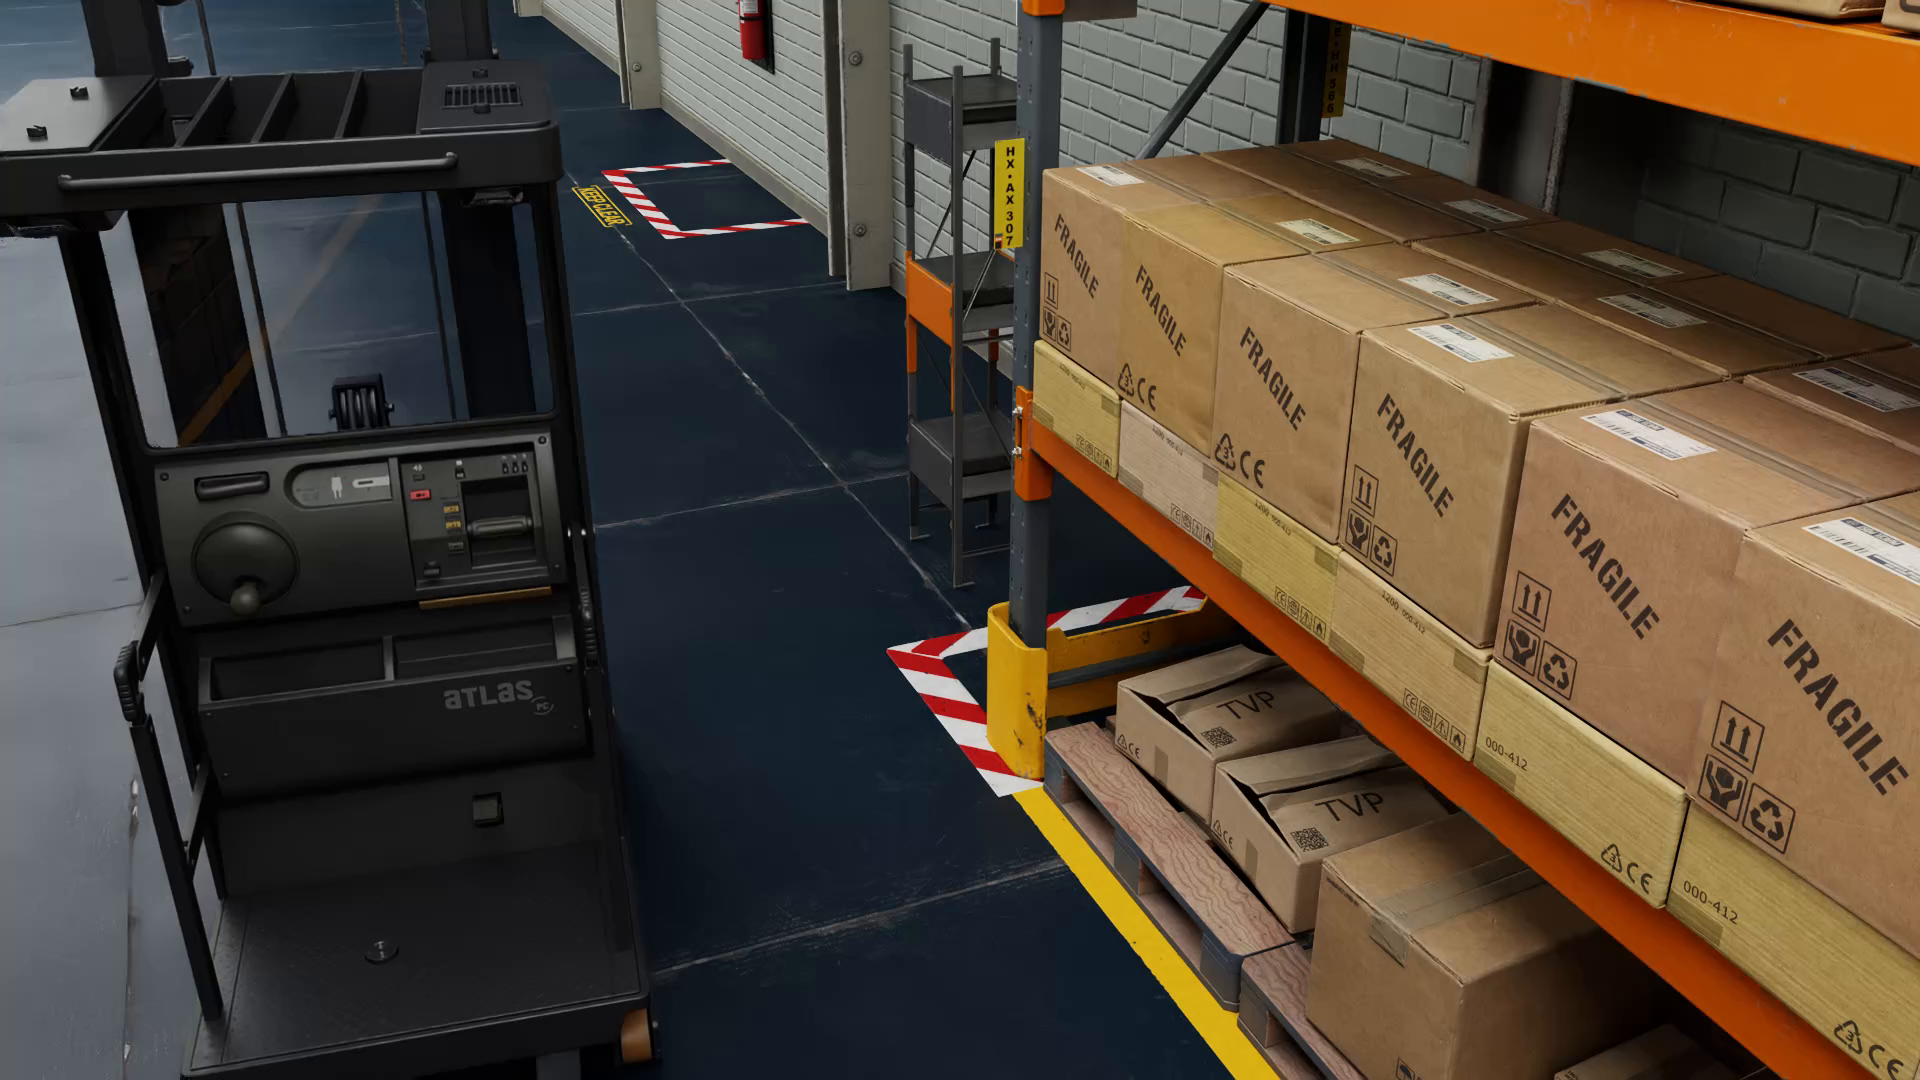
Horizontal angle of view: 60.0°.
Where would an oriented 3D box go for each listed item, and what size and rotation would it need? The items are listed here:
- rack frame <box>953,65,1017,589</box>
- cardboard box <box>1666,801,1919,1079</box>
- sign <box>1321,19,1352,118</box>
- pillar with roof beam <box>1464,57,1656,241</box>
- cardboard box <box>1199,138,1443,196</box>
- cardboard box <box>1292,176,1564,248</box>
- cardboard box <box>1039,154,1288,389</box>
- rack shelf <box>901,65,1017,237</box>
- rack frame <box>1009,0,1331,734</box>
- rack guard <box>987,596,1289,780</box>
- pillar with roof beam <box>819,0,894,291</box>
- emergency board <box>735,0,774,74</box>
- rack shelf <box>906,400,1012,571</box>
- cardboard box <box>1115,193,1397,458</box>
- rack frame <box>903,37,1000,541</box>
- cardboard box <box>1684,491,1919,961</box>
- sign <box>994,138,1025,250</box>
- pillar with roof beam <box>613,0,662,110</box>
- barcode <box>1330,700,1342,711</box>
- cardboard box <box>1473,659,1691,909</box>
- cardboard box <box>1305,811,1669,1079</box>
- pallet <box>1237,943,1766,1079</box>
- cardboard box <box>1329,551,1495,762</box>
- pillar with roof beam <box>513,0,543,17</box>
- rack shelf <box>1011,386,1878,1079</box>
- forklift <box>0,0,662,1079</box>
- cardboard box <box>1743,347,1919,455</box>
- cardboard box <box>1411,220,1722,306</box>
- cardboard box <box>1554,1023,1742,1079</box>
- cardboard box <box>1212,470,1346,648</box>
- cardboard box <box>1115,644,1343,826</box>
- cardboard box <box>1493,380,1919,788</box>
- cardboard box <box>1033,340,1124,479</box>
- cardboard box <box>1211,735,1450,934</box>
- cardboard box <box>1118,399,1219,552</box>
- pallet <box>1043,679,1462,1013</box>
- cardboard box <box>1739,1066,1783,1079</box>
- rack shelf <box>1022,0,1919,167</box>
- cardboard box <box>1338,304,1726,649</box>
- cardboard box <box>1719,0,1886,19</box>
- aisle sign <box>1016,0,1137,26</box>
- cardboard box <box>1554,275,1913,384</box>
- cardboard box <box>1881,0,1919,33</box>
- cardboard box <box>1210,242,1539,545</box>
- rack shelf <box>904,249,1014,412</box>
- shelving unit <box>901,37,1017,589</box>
[{"bbox_3d":[0.160,-0.778,6.451,0.400,2.100,0.015,-11,28,-21],"label":"rack frame"},{"bbox_3d":[1.563,0.599,2.753,0.500,0.250,0.500,-10,28,-20],"label":"cardboard box"},{"bbox_3d":[1.167,-1.482,5.187,0.100,0.325,0.005,-11,28,-21],"label":"sign"},{"bbox_3d":[-2.242,-2.555,2.226,9.100,9.000,0.400,-11,28,-21],"label":"pillar with roof beam"},{"bbox_3d":[1.029,-0.857,4.881,0.500,0.500,0.500,-11,28,-21],"label":"cardboard box"},{"bbox_3d":[1.217,-0.653,4.461,0.500,0.500,0.500,-10,28,-20],"label":"cardboard box"},{"bbox_3d":[0.559,-0.767,4.695,0.500,0.500,0.500,-11,28,-21],"label":"cardboard box"},{"bbox_3d":[0.065,-1.493,6.351,0.431,0.518,0.480,-11,28,-21],"label":"rack shelf"},{"bbox_3d":[0.649,-0.733,5.332,1.000,3.000,0.127,-11,28,-21],"label":"rack frame"},{"bbox_3d":[0.679,0.421,5.817,1.175,0.500,0.348,-11,28,-21],"label":"rack guard"},{"bbox_3d":[-4.592,-4.977,7.187,9.100,9.000,0.400,-11,28,-21],"label":"pillar with roof beam"},{"bbox_3d":[-1.563,-4.025,12.075,0.194,1.169,0.643,-11,28,-21],"label":"emergency board"},{"bbox_3d":[0.065,-0.235,6.966,0.431,0.518,0.480,-11,28,-21],"label":"rack shelf"},{"bbox_3d":[0.744,-0.566,4.283,0.500,0.500,0.500,-10,28,-20],"label":"cardboard box"},{"bbox_3d":[-0.031,-0.975,6.854,0.400,2.100,0.015,-11,28,-21],"label":"rack frame"},{"bbox_3d":[1.545,0.265,2.581,0.500,0.500,0.500,-11,28,-21],"label":"cardboard box"},{"bbox_3d":[0.150,-1.028,4.951,0.100,0.325,0.005,-11,28,-21],"label":"sign"},{"bbox_3d":[-6.942,-7.399,12.148,9.100,9.000,0.400,-11,28,-21],"label":"pillar with roof beam"},{"bbox_3d":[1.212,0.507,5.345,0.001,0.075,0.075,-11,28,-21],"label":"barcode"},{"bbox_3d":[1.352,0.399,3.163,0.500,0.250,0.500,-11,28,-21],"label":"cardboard box"},{"bbox_3d":[1.302,1.023,4.084,0.700,0.500,0.500,-12,29,-24],"label":"cardboard box"},{"bbox_3d":[1.438,1.377,4.189,1.003,0.211,1.213,-11,28,-21],"label":"pallet"},{"bbox_3d":[1.154,0.196,3.579,0.500,0.250,0.500,-10,28,-20],"label":"cardboard box"},{"bbox_3d":[-9.291,-9.821,17.109,9.100,9.000,0.400,-11,28,-21],"label":"pillar with roof beam"},{"bbox_3d":[1.432,0.398,3.836,1.077,0.370,4.000,-11,28,-21],"label":"rack shelf"},{"bbox_3d":[-1.414,-0.006,3.922,1.130,2.935,3.031,-7,27,-13],"label":"forklift"},{"bbox_3d":[1.834,-0.034,3.193,0.500,0.500,0.500,-10,28,-19],"label":"cardboard box"},{"bbox_3d":[1.424,-0.445,4.035,0.500,0.500,0.500,-11,28,-22],"label":"cardboard box"},{"bbox_3d":[1.607,1.316,3.883,0.380,0.149,0.250,-13,29,-25],"label":"cardboard box"},{"bbox_3d":[0.958,-0.009,3.997,0.500,0.250,0.500,-11,28,-21],"label":"cardboard box"},{"bbox_3d":[0.837,0.573,5.221,0.500,0.311,0.500,-14,29,-26],"label":"cardboard box"},{"bbox_3d":[1.358,0.060,3.001,0.500,0.500,0.500,-11,28,-22],"label":"cardboard box"},{"bbox_3d":[0.548,-0.423,4.845,0.500,0.250,0.500,-11,28,-22],"label":"cardboard box"},{"bbox_3d":[1.060,0.803,4.750,0.500,0.311,0.500,-8,27,-16],"label":"cardboard box"},{"bbox_3d":[0.764,-0.215,4.421,0.500,0.250,0.500,-11,28,-22],"label":"cardboard box"},{"bbox_3d":[0.964,0.885,5.196,1.003,0.211,1.213,-11,28,-21],"label":"pallet"},{"bbox_3d":[1.772,1.396,3.320,0.500,0.500,0.500,-13,29,-24],"label":"cardboard box"},{"bbox_3d":[1.432,-0.950,3.178,1.077,0.370,4.000,-11,28,-21],"label":"rack shelf"},{"bbox_3d":[1.153,-0.150,3.431,0.500,0.500,0.500,-10,28,-19],"label":"cardboard box"},{"bbox_3d":[1.352,-1.105,2.538,0.500,0.500,0.500,-12,28,-23],"label":"cardboard box"},{"bbox_3d":[0.345,-1.878,4.715,0.394,0.787,0.004,-11,28,-21],"label":"aisle sign"},{"bbox_3d":[1.621,-0.241,3.619,0.500,0.500,0.500,-10,28,-20],"label":"cardboard box"},{"bbox_3d":[1.604,-0.887,2.093,0.500,0.500,0.500,-13,29,-25],"label":"cardboard box"},{"bbox_3d":[0.940,-0.356,3.854,0.500,0.500,0.500,-12,28,-22],"label":"cardboard box"},{"bbox_3d":[0.065,-0.864,6.658,0.431,0.518,0.480,-11,28,-21],"label":"rack shelf"},{"bbox_3d":[0.065,-0.877,6.652,0.431,2.100,0.503,-11,28,-21],"label":"shelving unit"}]
